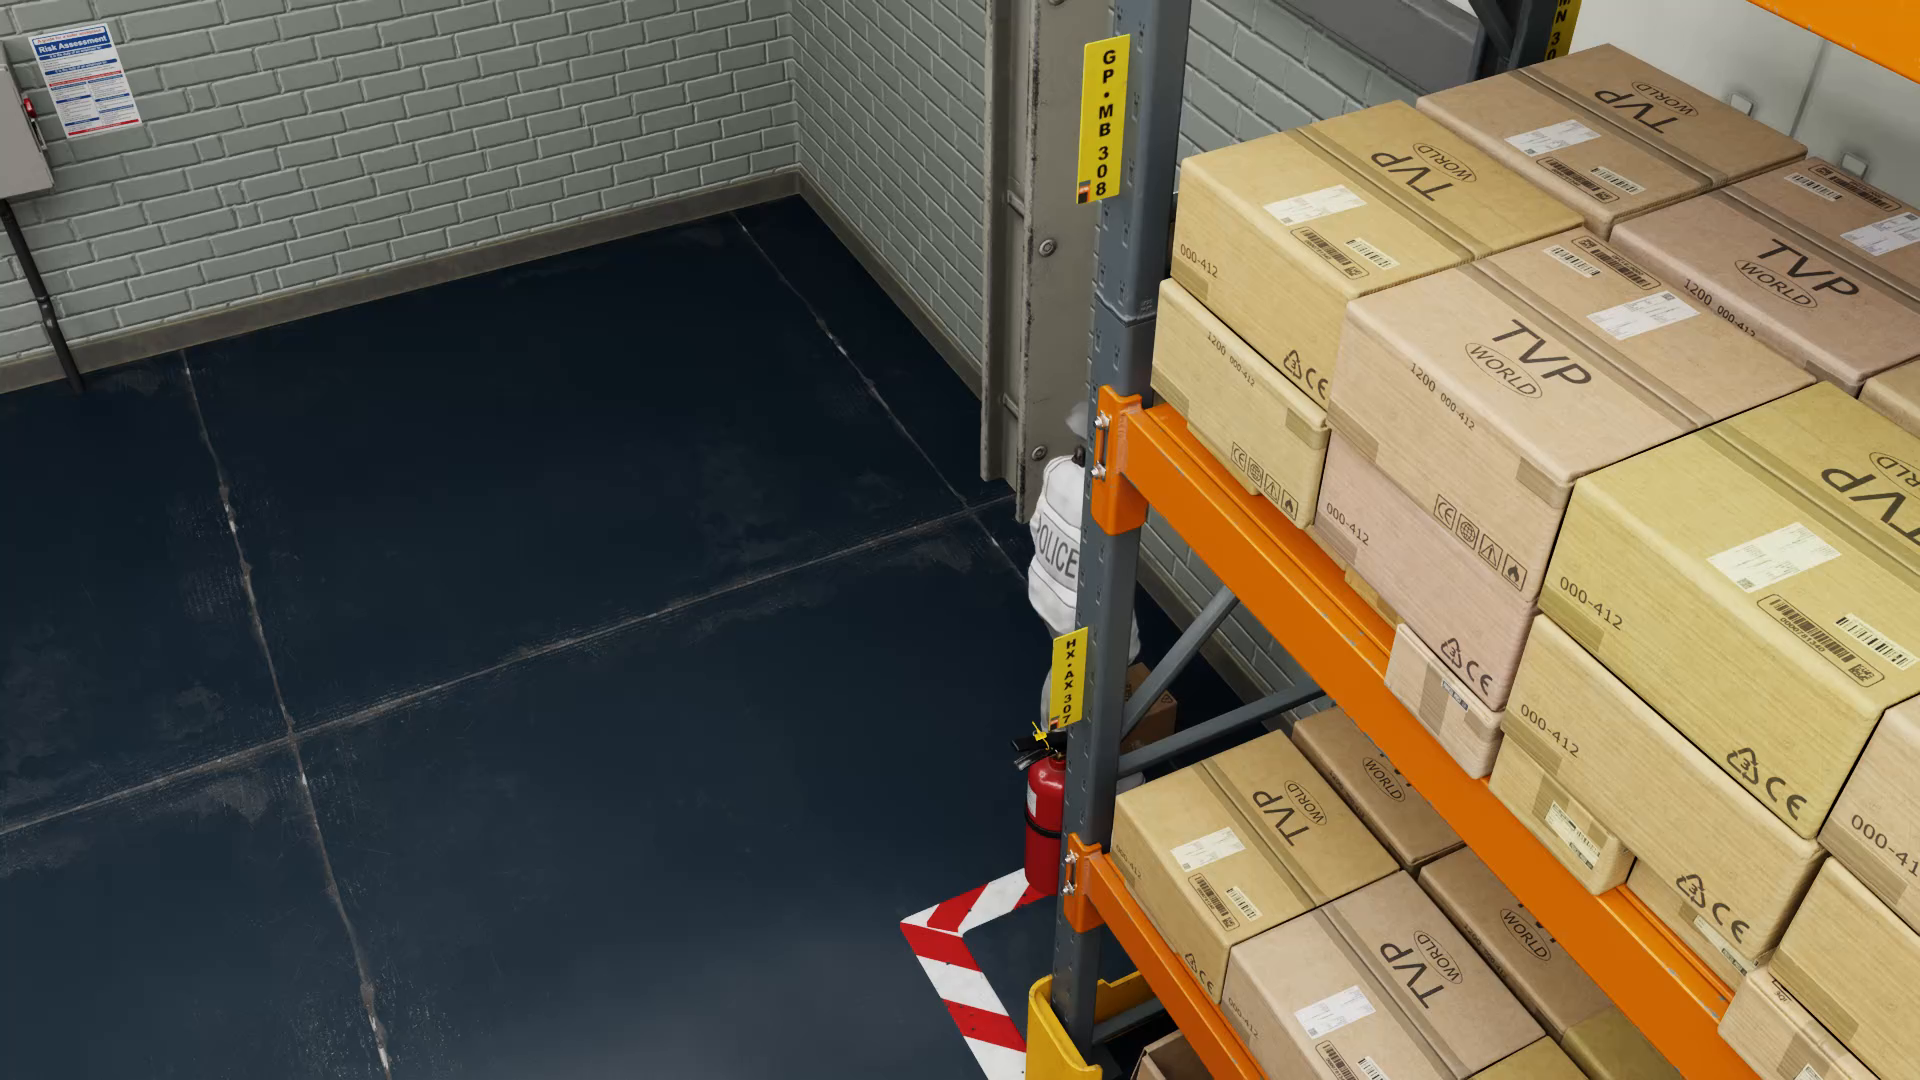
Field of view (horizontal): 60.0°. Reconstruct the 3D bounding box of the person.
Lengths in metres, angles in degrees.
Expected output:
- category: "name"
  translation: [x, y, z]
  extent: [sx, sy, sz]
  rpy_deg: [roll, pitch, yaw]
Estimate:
- category: "person"
  translation: [0.449, 0.229, 5.898]
  extent: [0.374, 1.662, 0.540]
  rpy_deg: [-22, 46, -23]
